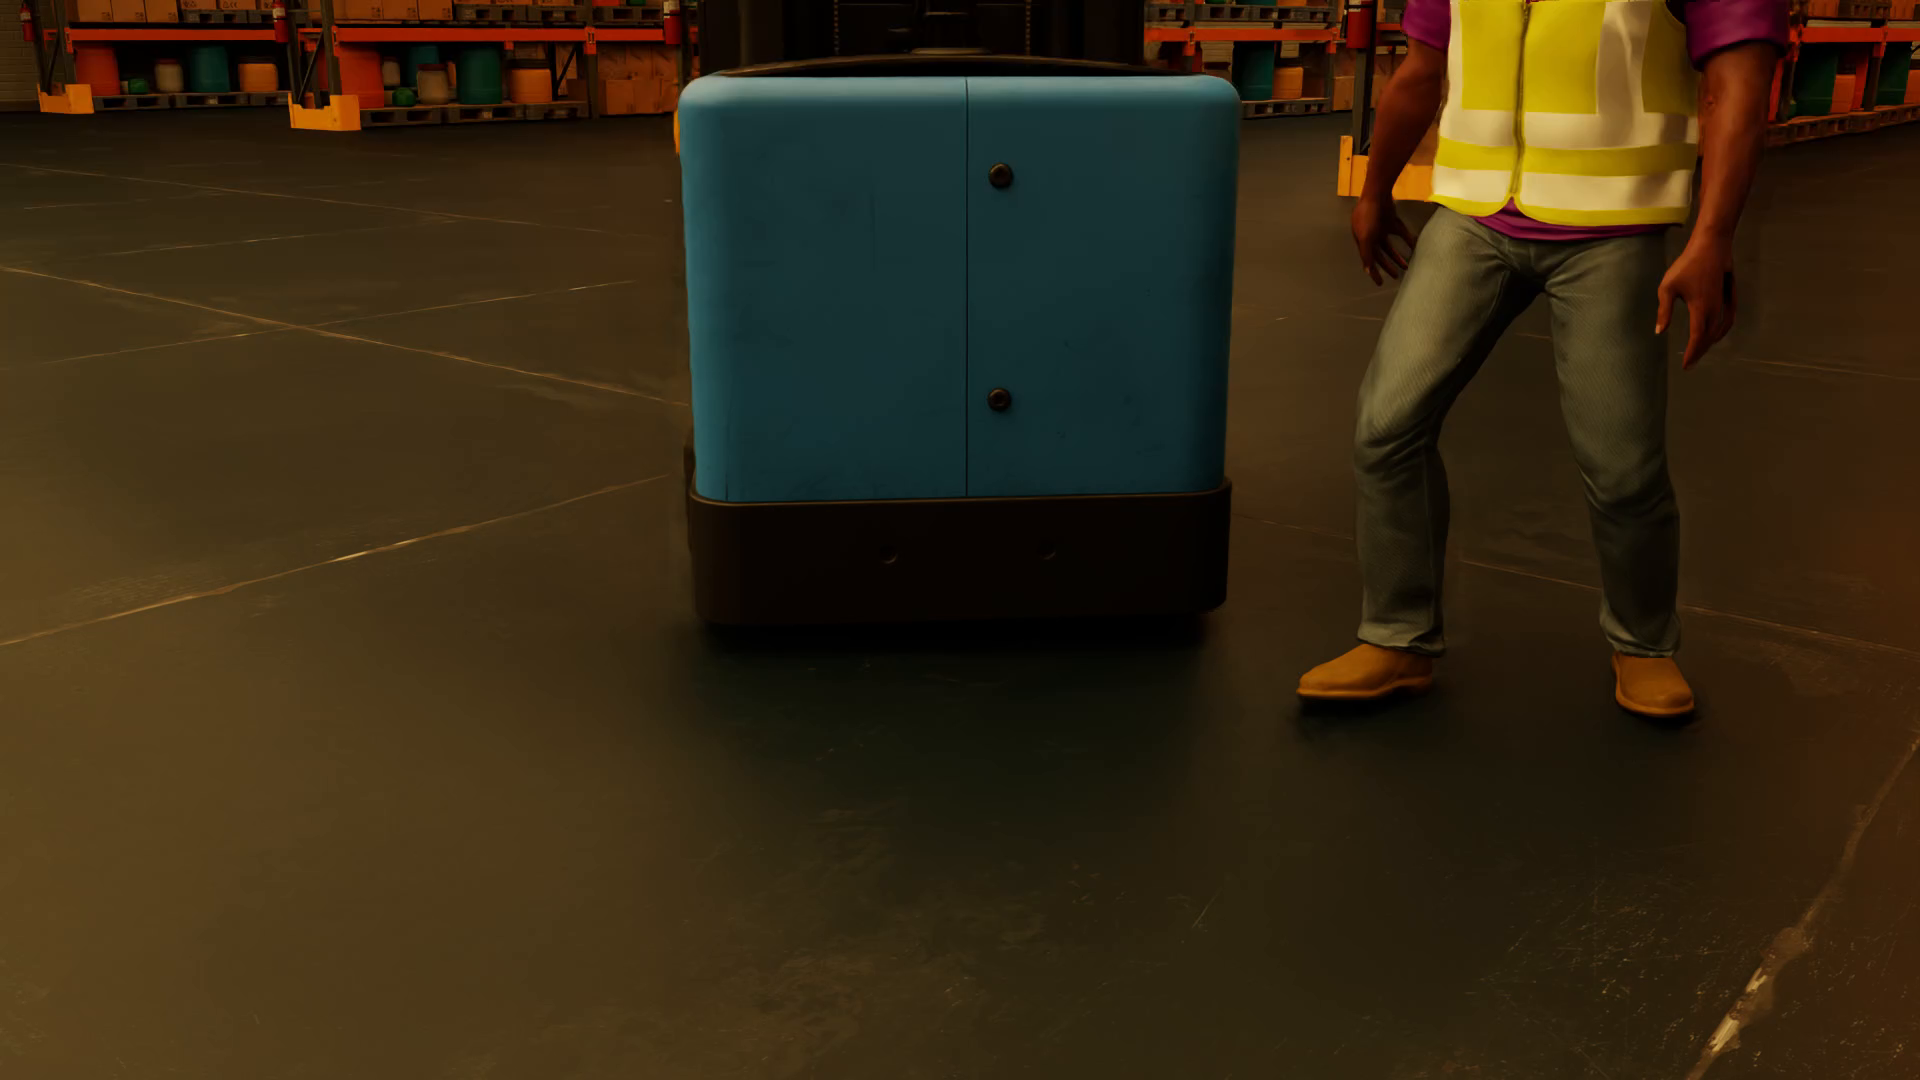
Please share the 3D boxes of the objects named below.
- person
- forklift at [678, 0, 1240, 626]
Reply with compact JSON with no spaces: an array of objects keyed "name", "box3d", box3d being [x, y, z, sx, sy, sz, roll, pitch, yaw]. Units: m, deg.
[{"name":"person","box3d":[0.942,-0.540,2.797,0.803,1.712,0.656,16,23,42]},{"name":"forklift","box3d":[-0.115,-1.618,4.227,1.130,2.935,3.031,-1,17,-5]}]
